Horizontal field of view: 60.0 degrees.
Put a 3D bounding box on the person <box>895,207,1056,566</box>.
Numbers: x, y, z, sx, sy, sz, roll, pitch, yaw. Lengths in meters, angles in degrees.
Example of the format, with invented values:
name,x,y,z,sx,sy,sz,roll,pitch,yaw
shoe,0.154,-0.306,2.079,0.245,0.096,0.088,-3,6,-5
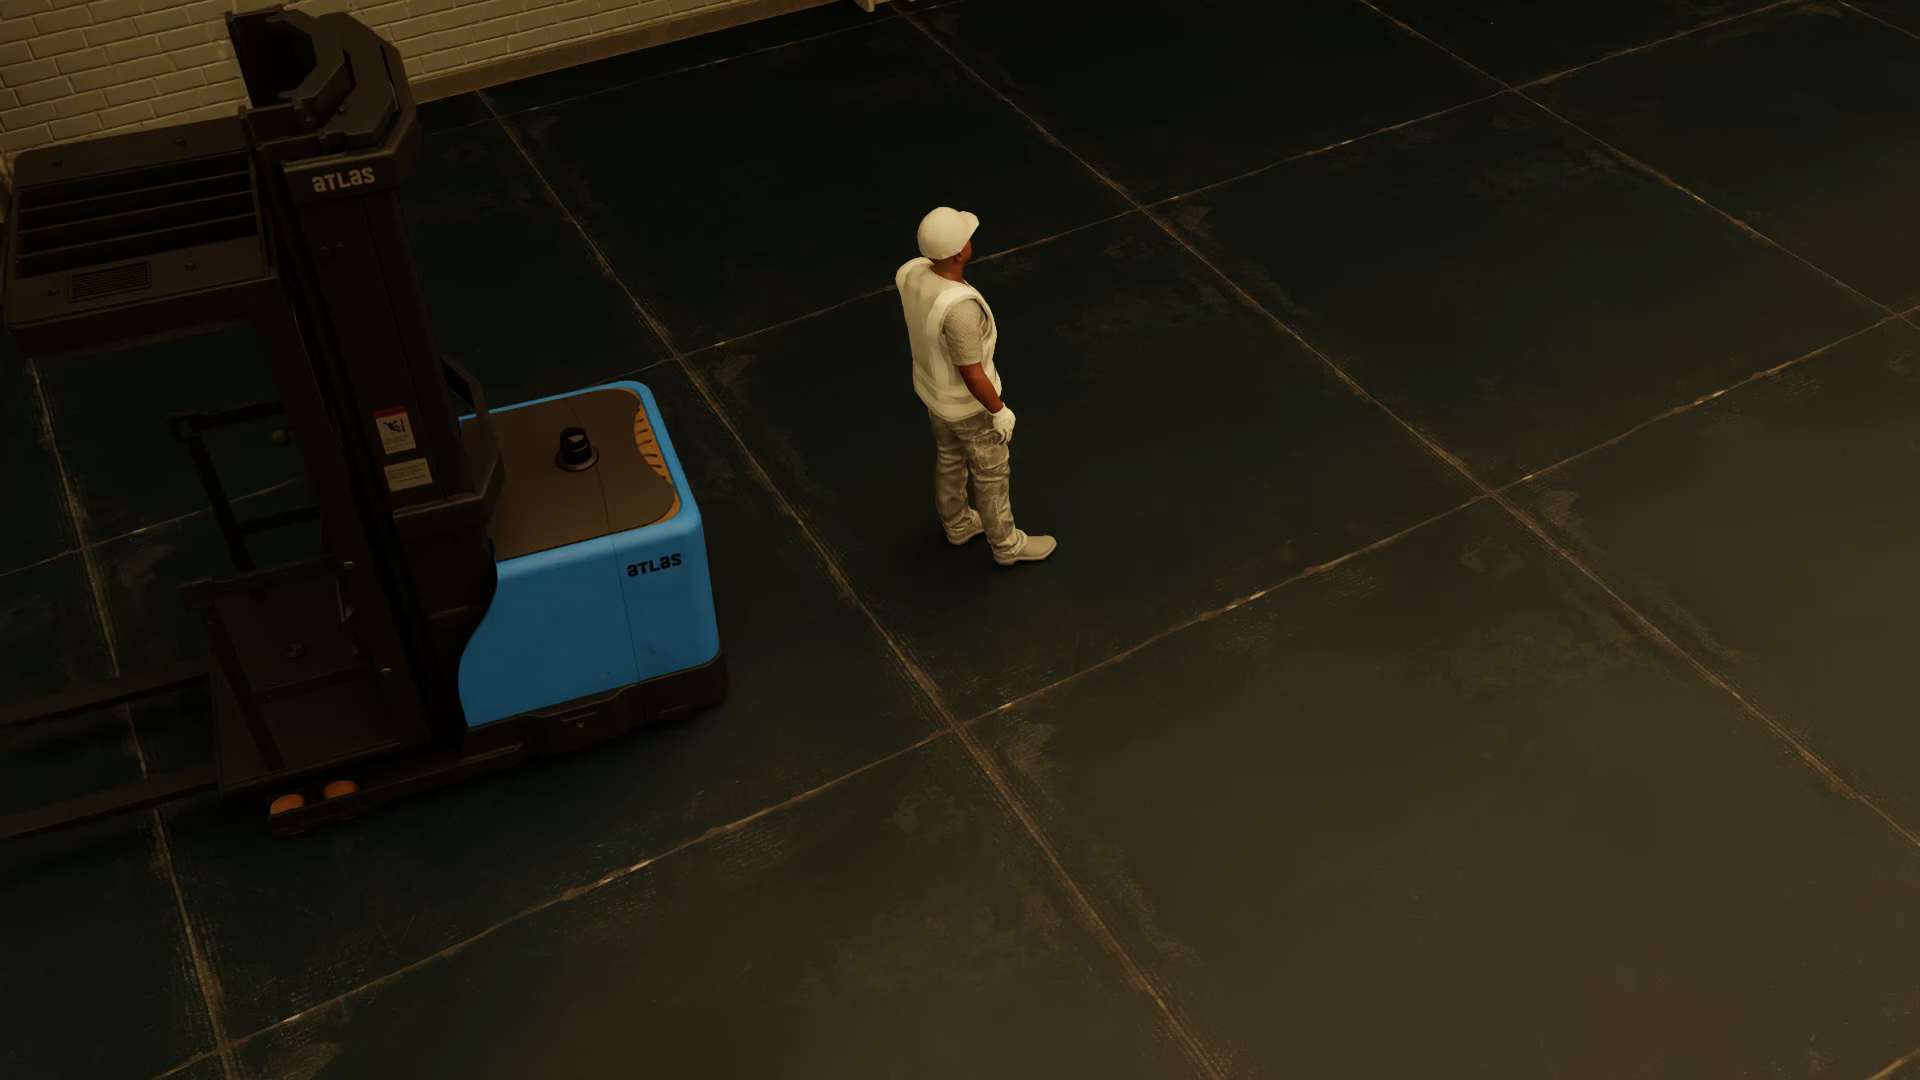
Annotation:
name,x,y,z,sx,sy,sz,roll,pitch,yaw
person,0.067,-0.679,7.263,0.575,1.785,0.657,-21,47,-21

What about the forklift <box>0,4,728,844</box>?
name,x,y,z,sx,sy,sz,roll,pitch,yaw
forklift,-2.556,-0.316,6.039,3.031,2.935,1.130,-15,45,-15
